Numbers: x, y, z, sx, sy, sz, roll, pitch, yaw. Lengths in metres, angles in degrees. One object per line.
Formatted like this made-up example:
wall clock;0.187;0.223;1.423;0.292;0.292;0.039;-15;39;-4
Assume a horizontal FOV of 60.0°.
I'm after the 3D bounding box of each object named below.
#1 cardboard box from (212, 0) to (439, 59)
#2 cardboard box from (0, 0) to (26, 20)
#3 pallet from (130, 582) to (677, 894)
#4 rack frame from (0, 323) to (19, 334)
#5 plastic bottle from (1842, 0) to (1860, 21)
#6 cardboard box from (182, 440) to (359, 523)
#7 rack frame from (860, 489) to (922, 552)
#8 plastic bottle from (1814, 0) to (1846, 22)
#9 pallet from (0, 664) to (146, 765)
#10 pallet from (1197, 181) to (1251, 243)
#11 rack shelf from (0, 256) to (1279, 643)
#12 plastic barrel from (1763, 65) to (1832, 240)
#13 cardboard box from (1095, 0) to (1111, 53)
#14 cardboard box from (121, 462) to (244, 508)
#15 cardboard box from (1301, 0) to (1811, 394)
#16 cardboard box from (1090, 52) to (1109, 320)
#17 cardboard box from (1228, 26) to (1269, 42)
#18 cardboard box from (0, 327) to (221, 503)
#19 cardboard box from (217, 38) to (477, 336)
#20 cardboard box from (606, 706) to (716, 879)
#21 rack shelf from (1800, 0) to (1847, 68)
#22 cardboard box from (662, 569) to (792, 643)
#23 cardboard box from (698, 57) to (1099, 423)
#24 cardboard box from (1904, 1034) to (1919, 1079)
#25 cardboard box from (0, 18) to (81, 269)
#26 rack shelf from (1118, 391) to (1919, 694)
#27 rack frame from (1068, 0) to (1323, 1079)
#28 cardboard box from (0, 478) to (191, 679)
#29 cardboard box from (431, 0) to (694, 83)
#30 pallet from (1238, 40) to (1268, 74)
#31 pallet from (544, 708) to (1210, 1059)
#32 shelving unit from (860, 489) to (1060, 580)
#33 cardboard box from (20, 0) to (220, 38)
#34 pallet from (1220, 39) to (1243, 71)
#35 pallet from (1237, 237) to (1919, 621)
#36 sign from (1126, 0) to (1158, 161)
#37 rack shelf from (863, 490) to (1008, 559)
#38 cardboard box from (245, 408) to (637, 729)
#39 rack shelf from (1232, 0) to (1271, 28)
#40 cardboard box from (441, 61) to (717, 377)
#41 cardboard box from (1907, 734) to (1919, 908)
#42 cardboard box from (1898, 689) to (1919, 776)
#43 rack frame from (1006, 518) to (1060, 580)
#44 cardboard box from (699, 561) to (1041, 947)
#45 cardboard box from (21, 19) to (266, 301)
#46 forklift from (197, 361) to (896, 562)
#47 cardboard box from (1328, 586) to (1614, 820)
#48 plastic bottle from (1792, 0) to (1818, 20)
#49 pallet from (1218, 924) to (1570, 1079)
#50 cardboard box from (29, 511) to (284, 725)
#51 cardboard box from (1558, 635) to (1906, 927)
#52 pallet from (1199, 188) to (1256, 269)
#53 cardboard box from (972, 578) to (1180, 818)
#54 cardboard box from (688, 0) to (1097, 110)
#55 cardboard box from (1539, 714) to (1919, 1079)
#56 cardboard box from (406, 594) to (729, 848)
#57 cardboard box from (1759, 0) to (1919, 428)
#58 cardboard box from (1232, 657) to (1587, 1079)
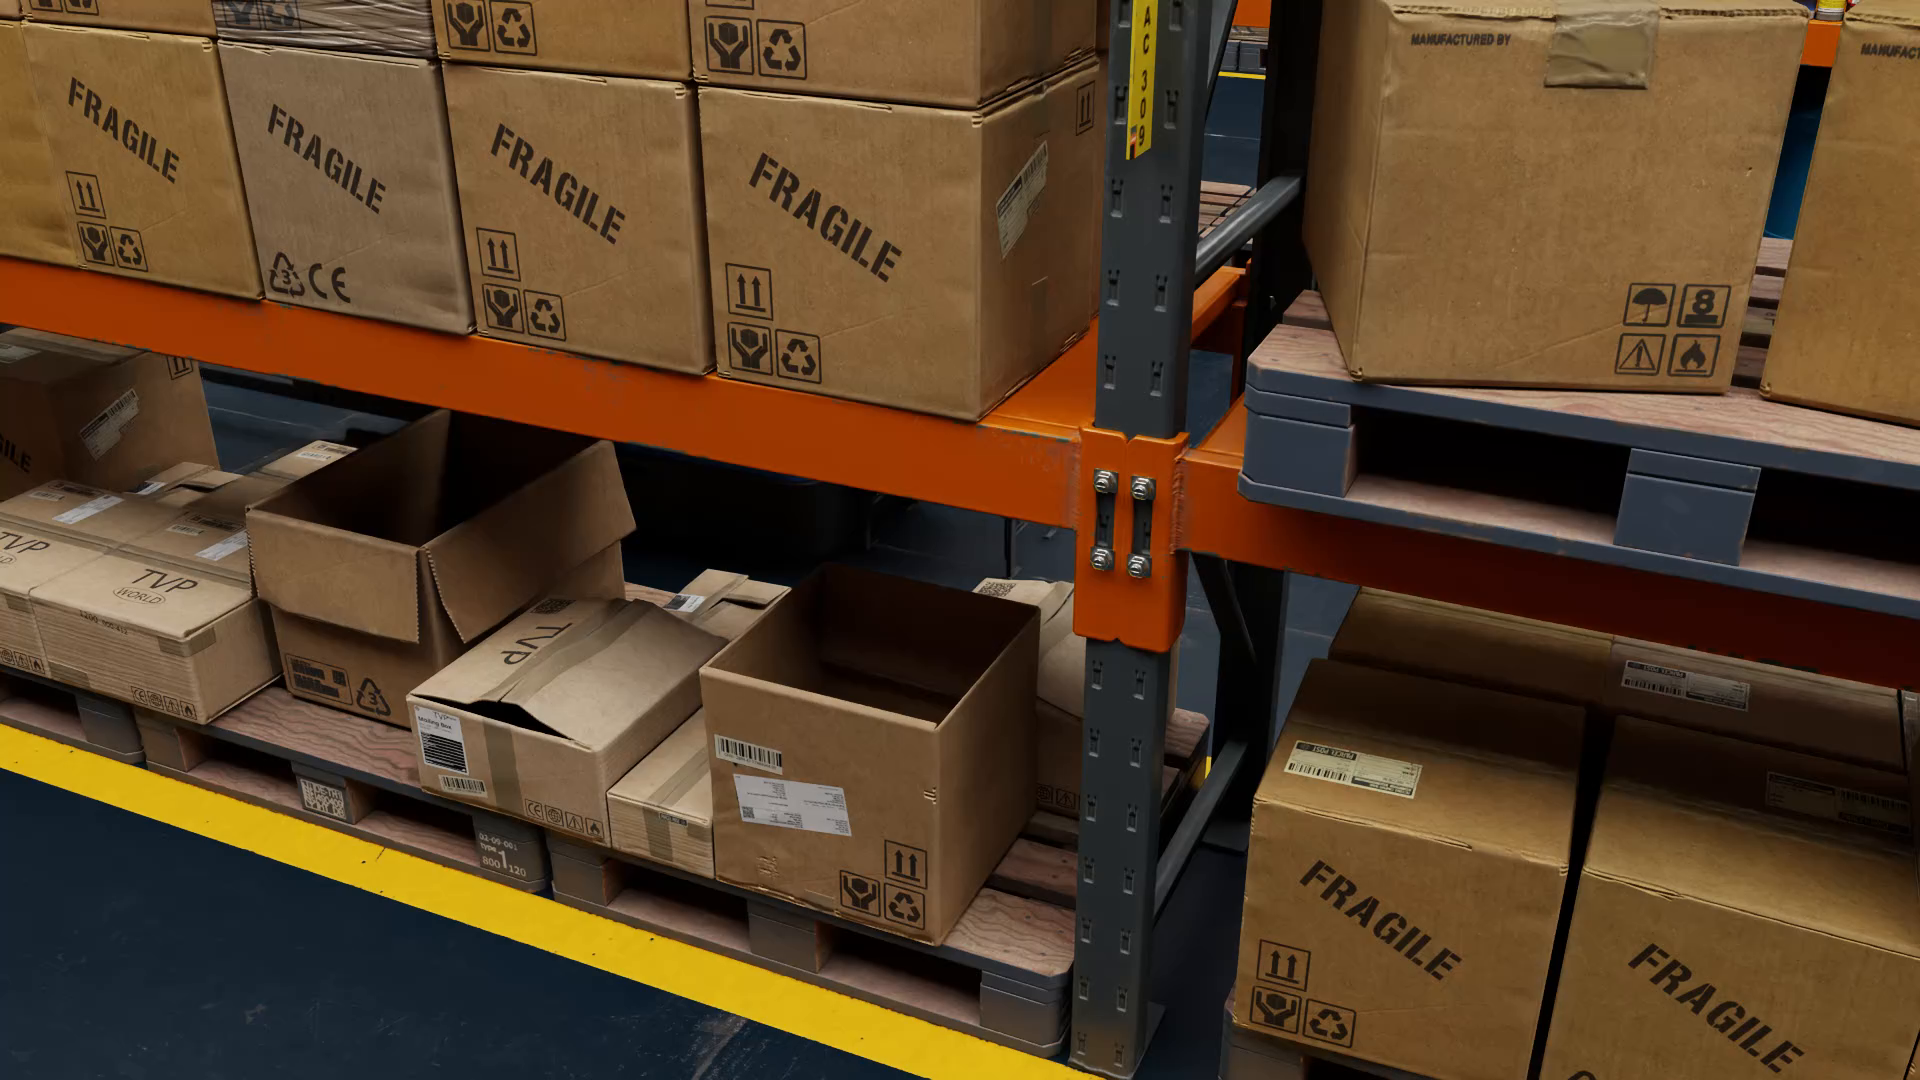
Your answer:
cardboard box;-1.022;-1.190;3.026;0.500;0.500;0.500;12;28;22
cardboard box;-1.943;-1.375;3.402;0.500;0.500;0.500;12;29;23
pallet;-1.268;0.379;4.241;1.213;0.211;1.003;11;28;22
rack frame;-3.170;-1.255;4.403;0.127;3.000;1.000;11;28;22
plastic bottle;3.393;-2.053;6.248;0.097;0.201;0.097;0;26;0
cardboard box;-1.721;-0.032;4.535;0.500;0.250;0.500;11;28;22
rack frame;-0.216;-0.985;4.874;0.015;2.100;0.400;11;28;22
plastic bottle;3.305;-2.071;6.285;0.097;0.201;0.097;0;26;0
pallet;-2.375;0.156;4.695;1.213;0.211;1.003;11;28;22
pallet;0.725;-1.605;8.270;1.213;0.211;1.003;11;28;22
rack shelf;-1.349;-0.566;3.819;4.000;0.370;1.077;11;28;22
plastic barrel;3.658;-1.526;6.853;0.708;0.901;0.600;11;28;22
cardboard box;0.159;-1.216;3.079;0.500;0.500;0.500;12;29;23
cardboard box;-2.242;-0.070;4.707;0.250;0.166;0.380;11;28;22
cardboard box;0.810;-0.580;2.444;0.500;0.500;0.700;2;26;4
cardboard box;0.120;-0.771;3.307;0.500;0.500;0.500;12;29;23
cardboard box;2.378;-4.221;12.358;0.875;0.875;0.875;11;28;22
cardboard box;-2.573;-0.330;4.857;0.500;0.500;0.500;11;28;22
cardboard box;-1.028;-0.743;3.251;0.500;0.500;0.500;12;29;23
cardboard box;-0.531;0.524;3.520;0.250;0.149;0.380;11;28;22
rack shelf;4.346;-1.826;6.377;4.000;0.370;1.077;11;28;22
cardboard box;-0.613;0.232;4.092;0.250;0.166;0.380;11;28;22
cardboard box;-0.090;-0.557;2.871;0.500;0.500;0.500;12;29;23
cardboard box;1.753;0.774;2.613;0.500;0.500;0.500;12;29;22
cardboard box;-1.948;-0.927;3.625;0.500;0.500;0.500;11;28;22
rack shelf;2.292;0.165;2.333;4.000;0.370;1.077;11;28;22
rack frame;0.471;-0.523;2.917;0.127;3.000;1.000;11;28;22
cardboard box;-2.337;0.086;4.294;0.500;0.250;0.500;11;28;22
cardboard box;-0.564;-1.098;2.839;0.500;0.500;0.500;11;28;21
pallet;2.801;-3.648;12.420;1.213;0.211;1.003;11;28;22
pallet;-0.153;0.602;3.789;1.213;0.211;1.003;11;28;22
shelving unit;0.006;-0.941;4.784;0.503;2.100;0.431;11;28;22
cardboard box;-1.480;-1.283;3.214;0.500;0.500;0.500;11;28;21
pallet;1.694;-3.872;12.875;1.213;0.211;1.003;11;28;22
pallet;1.154;-0.247;2.574;1.213;0.211;1.003;11;28;22
sign;0.254;-0.692;2.280;0.005;0.325;0.100;11;28;22
rack shelf;0.006;-0.301;5.099;0.480;0.518;0.431;11;28;22
cardboard box;-1.241;0.058;4.065;0.637;0.503;0.797;11;28;22
rack shelf;0.705;-2.557;7.863;4.000;0.370;1.077;11;28;22
cardboard box;-0.560;-0.650;3.062;0.500;0.500;0.500;12;29;23
cardboard box;1.721;0.433;2.457;0.500;0.250;0.500;11;28;22
cardboard box;1.942;0.561;3.046;0.500;0.500;0.500;12;29;22
rack frame;0.228;-0.896;4.693;0.015;2.100;0.400;11;28;22
cardboard box;-0.165;0.411;3.352;0.500;0.500;0.500;11;28;22
cardboard box;-1.493;-0.835;3.438;0.500;0.500;0.500;12;29;22
forklift;-1.582;-1.670;5.324;3.031;2.935;1.130;11;28;22
cardboard box;1.039;0.376;3.423;0.500;0.500;0.500;11;28;22
plastic bottle;3.216;-2.120;6.305;0.097;0.271;0.097;0;26;0
pallet;1.227;0.861;3.262;1.213;0.211;1.003;11;28;22
cardboard box;-1.882;0.178;4.108;0.500;0.250;0.500;11;28;22
cardboard box;1.486;0.469;3.233;0.500;0.500;0.500;11;28;22
pallet;1.840;-1.382;7.819;1.213;0.211;1.003;11;28;22
cardboard box;0.179;0.322;3.747;0.500;0.311;0.500;11;28;22
cardboard box;-0.096;-1.005;2.651;0.500;0.500;0.500;12;28;22
cardboard box;1.301;0.680;2.805;0.500;0.500;0.500;12;29;23
cardboard box;-0.847;0.358;3.672;0.500;0.311;0.500;11;28;22
cardboard box;1.462;-0.480;2.240;0.500;0.500;0.700;16;31;30
cardboard box;0.811;0.587;2.994;0.500;0.500;0.500;10;28;19
